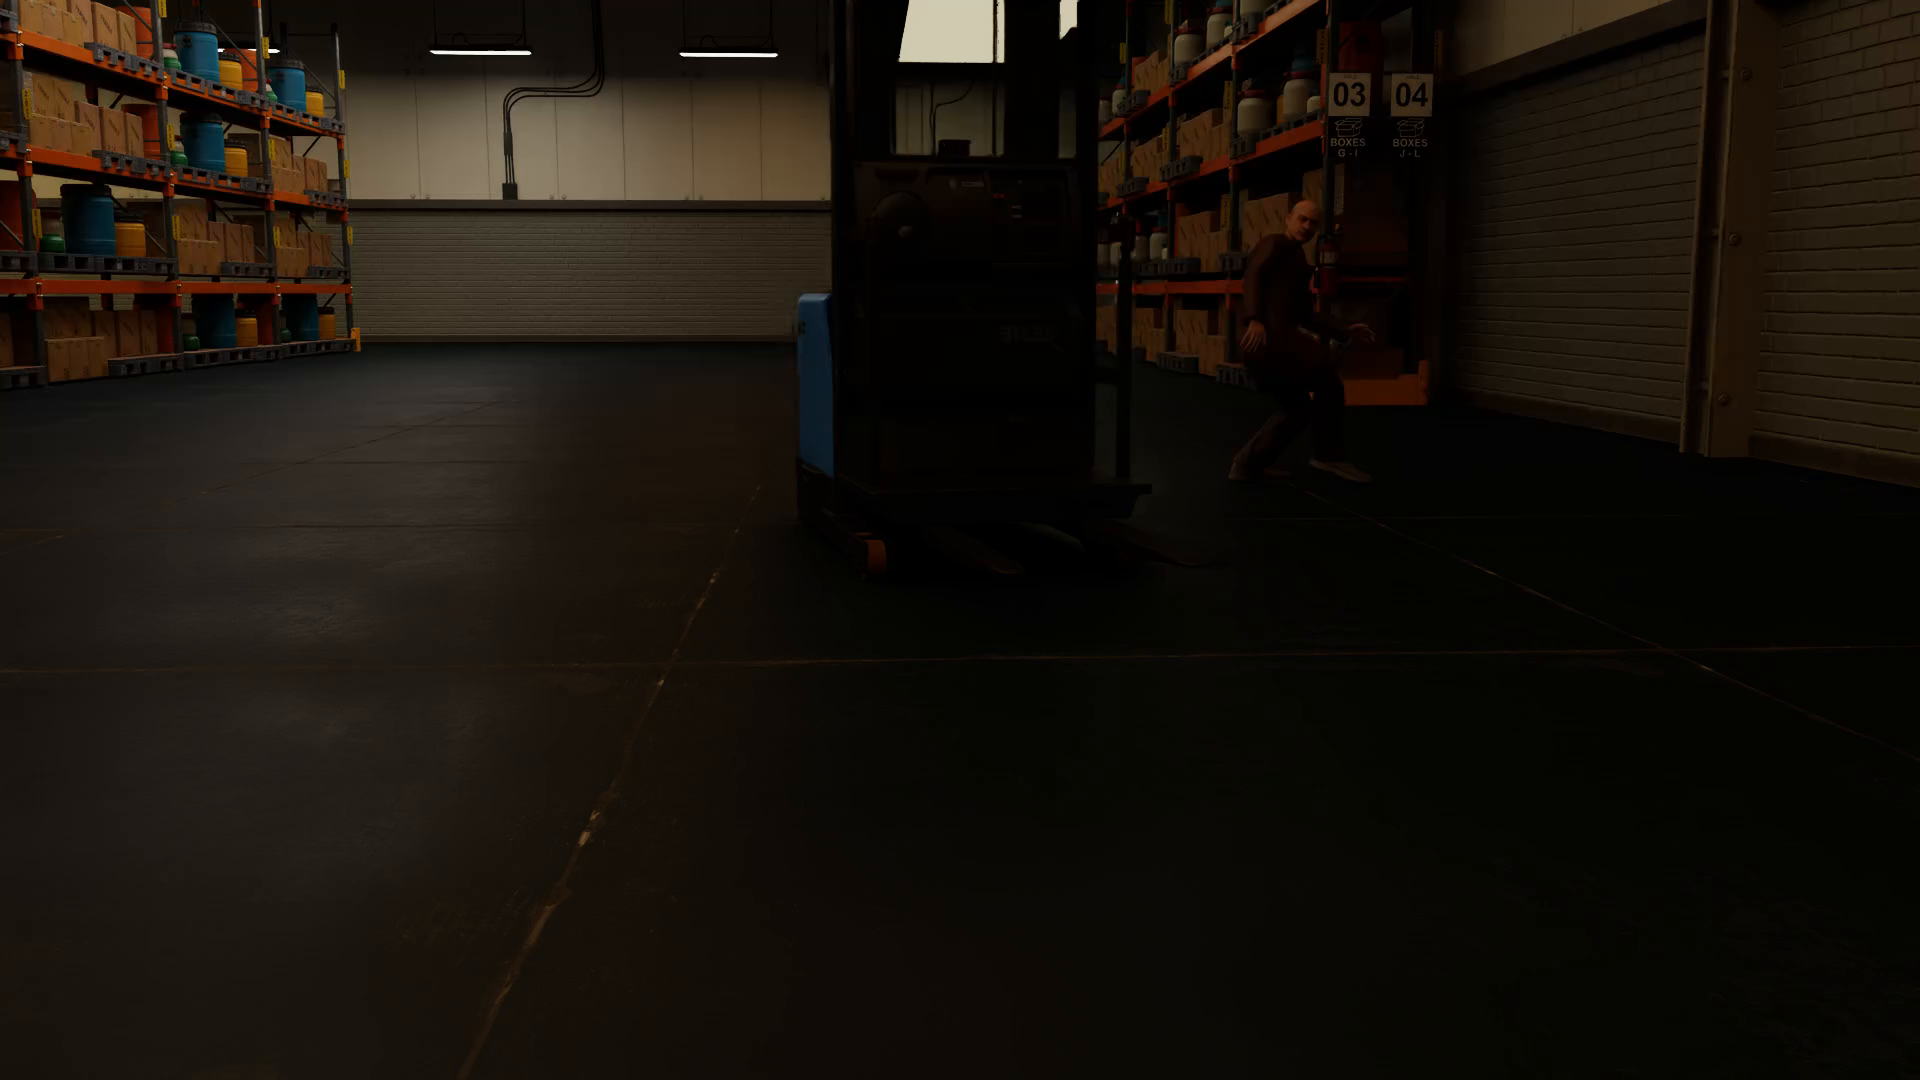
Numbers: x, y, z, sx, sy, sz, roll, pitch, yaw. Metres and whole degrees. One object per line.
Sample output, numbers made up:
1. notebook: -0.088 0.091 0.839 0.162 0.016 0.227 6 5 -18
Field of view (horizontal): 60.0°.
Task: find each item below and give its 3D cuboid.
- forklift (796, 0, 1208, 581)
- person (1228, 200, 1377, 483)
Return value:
1. forklift: 0.088 -1.354 6.449 1.130 2.935 3.031 -2 9 -14
2. person: 1.935 -1.090 9.295 0.829 1.605 0.804 0 8 2
